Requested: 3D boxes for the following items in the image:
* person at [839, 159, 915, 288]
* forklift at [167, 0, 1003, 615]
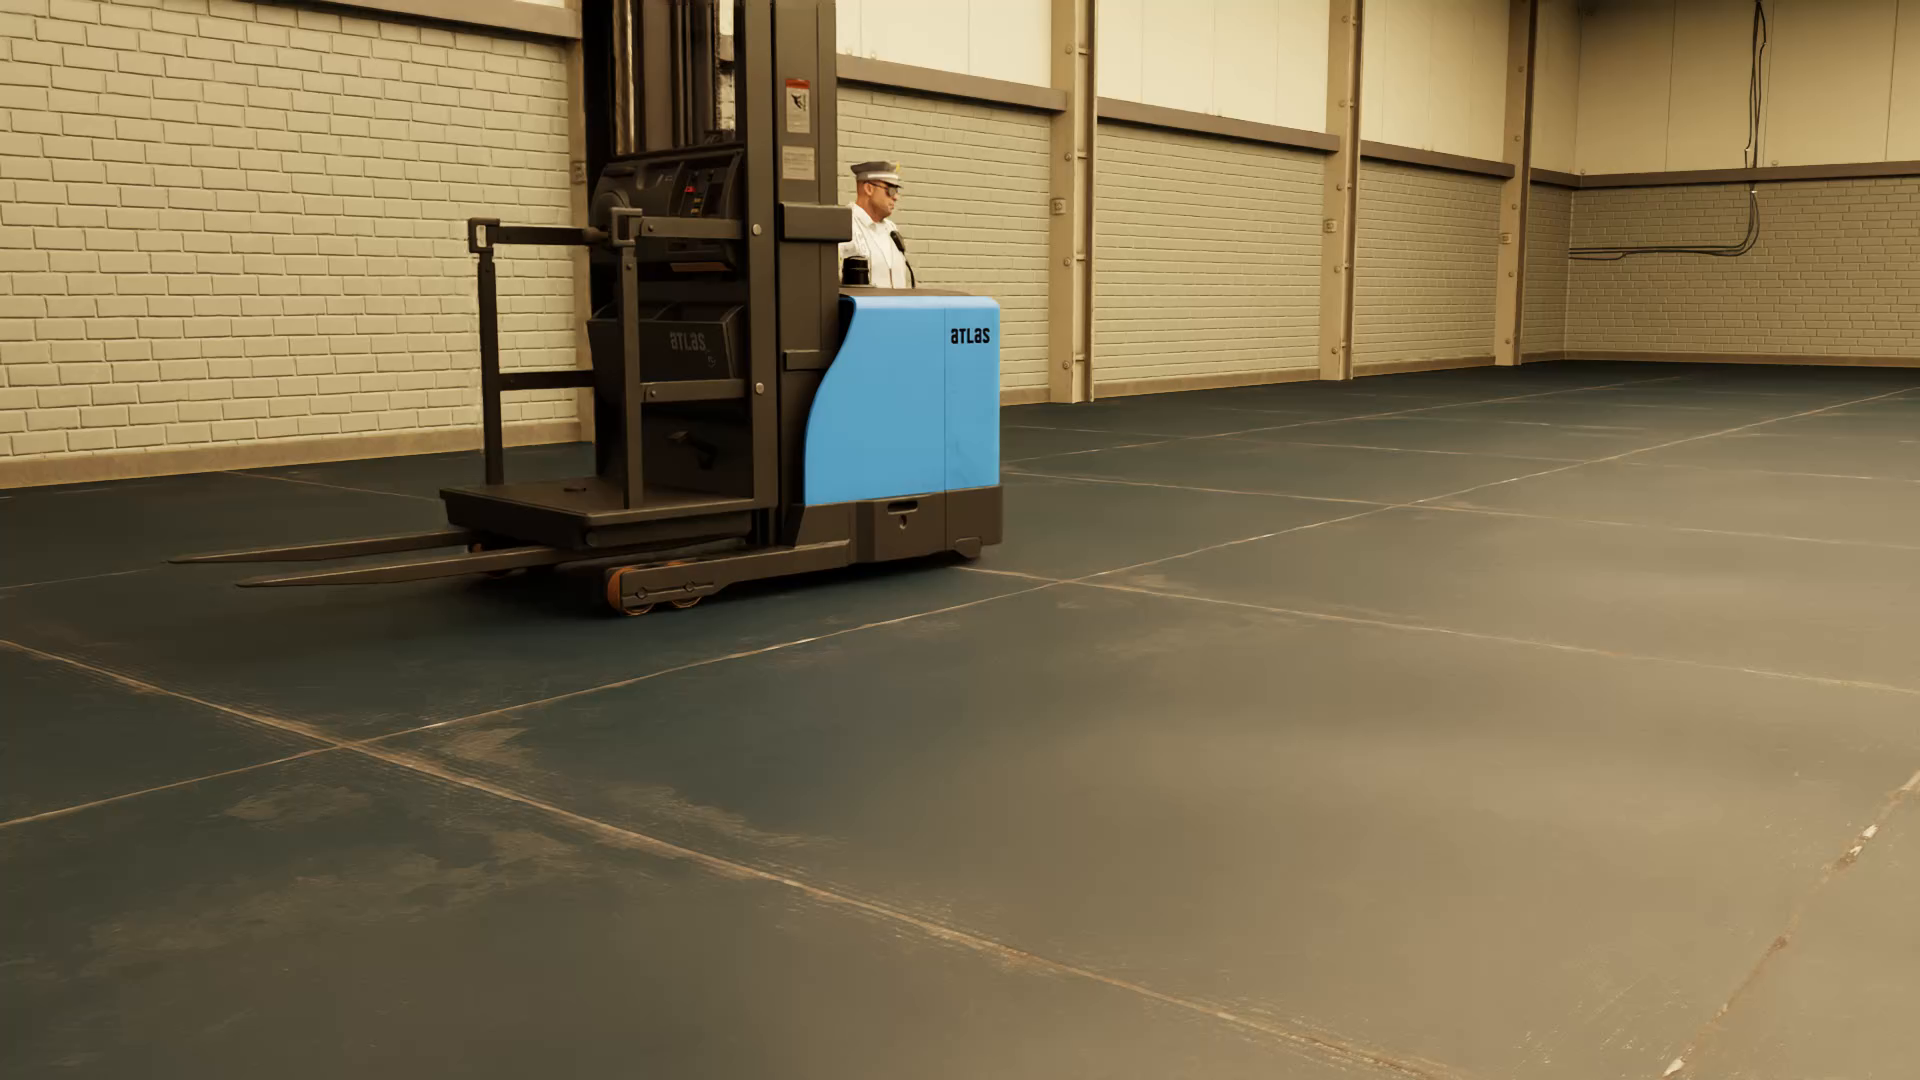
[{"bbox_3d":[-0.436,-0.976,8.129,0.417,1.724,0.831,5,10,32],"label":"person"},{"bbox_3d":[-1.248,-1.278,6.016,3.031,2.935,1.130,-8,11,-42],"label":"forklift"}]
